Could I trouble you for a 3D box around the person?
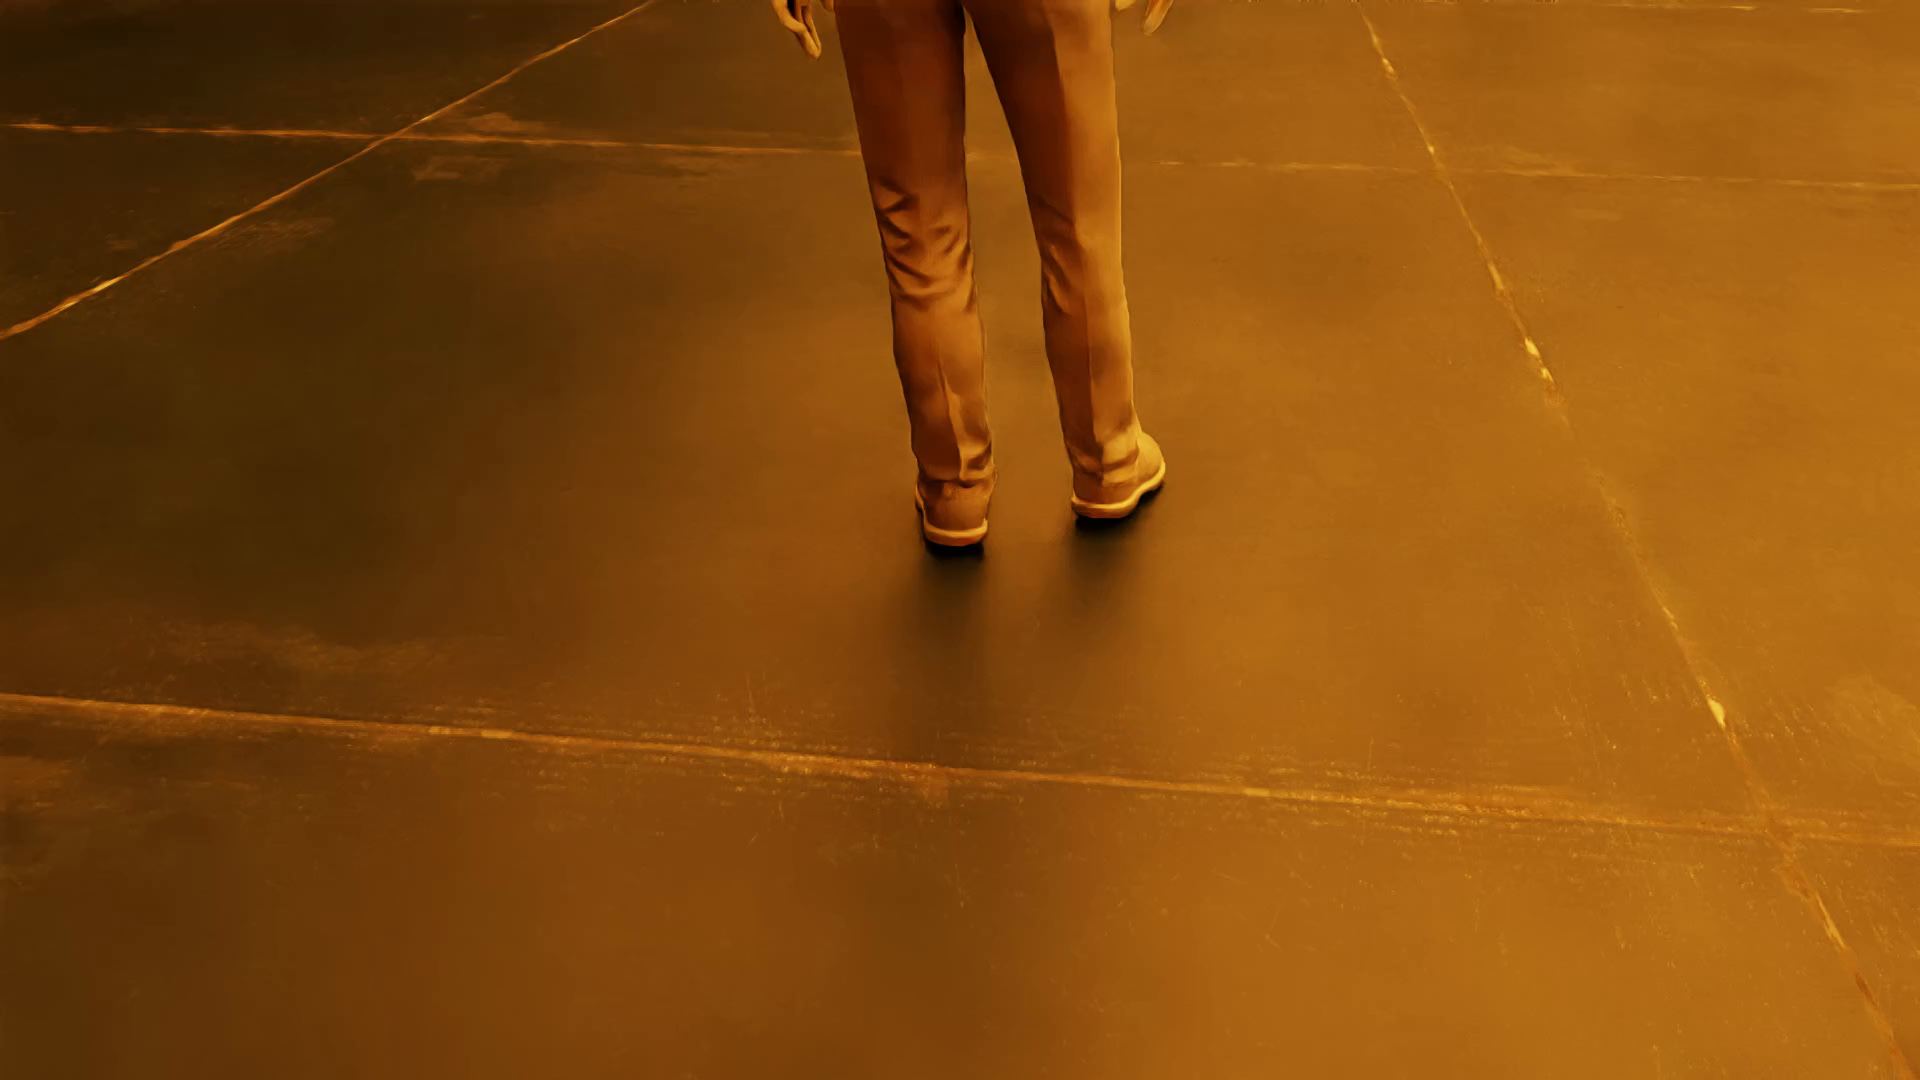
[{"bbox_3d":[0.016,-0.795,2.178,0.586,1.695,0.533,3,27,7],"label":"person"}]
